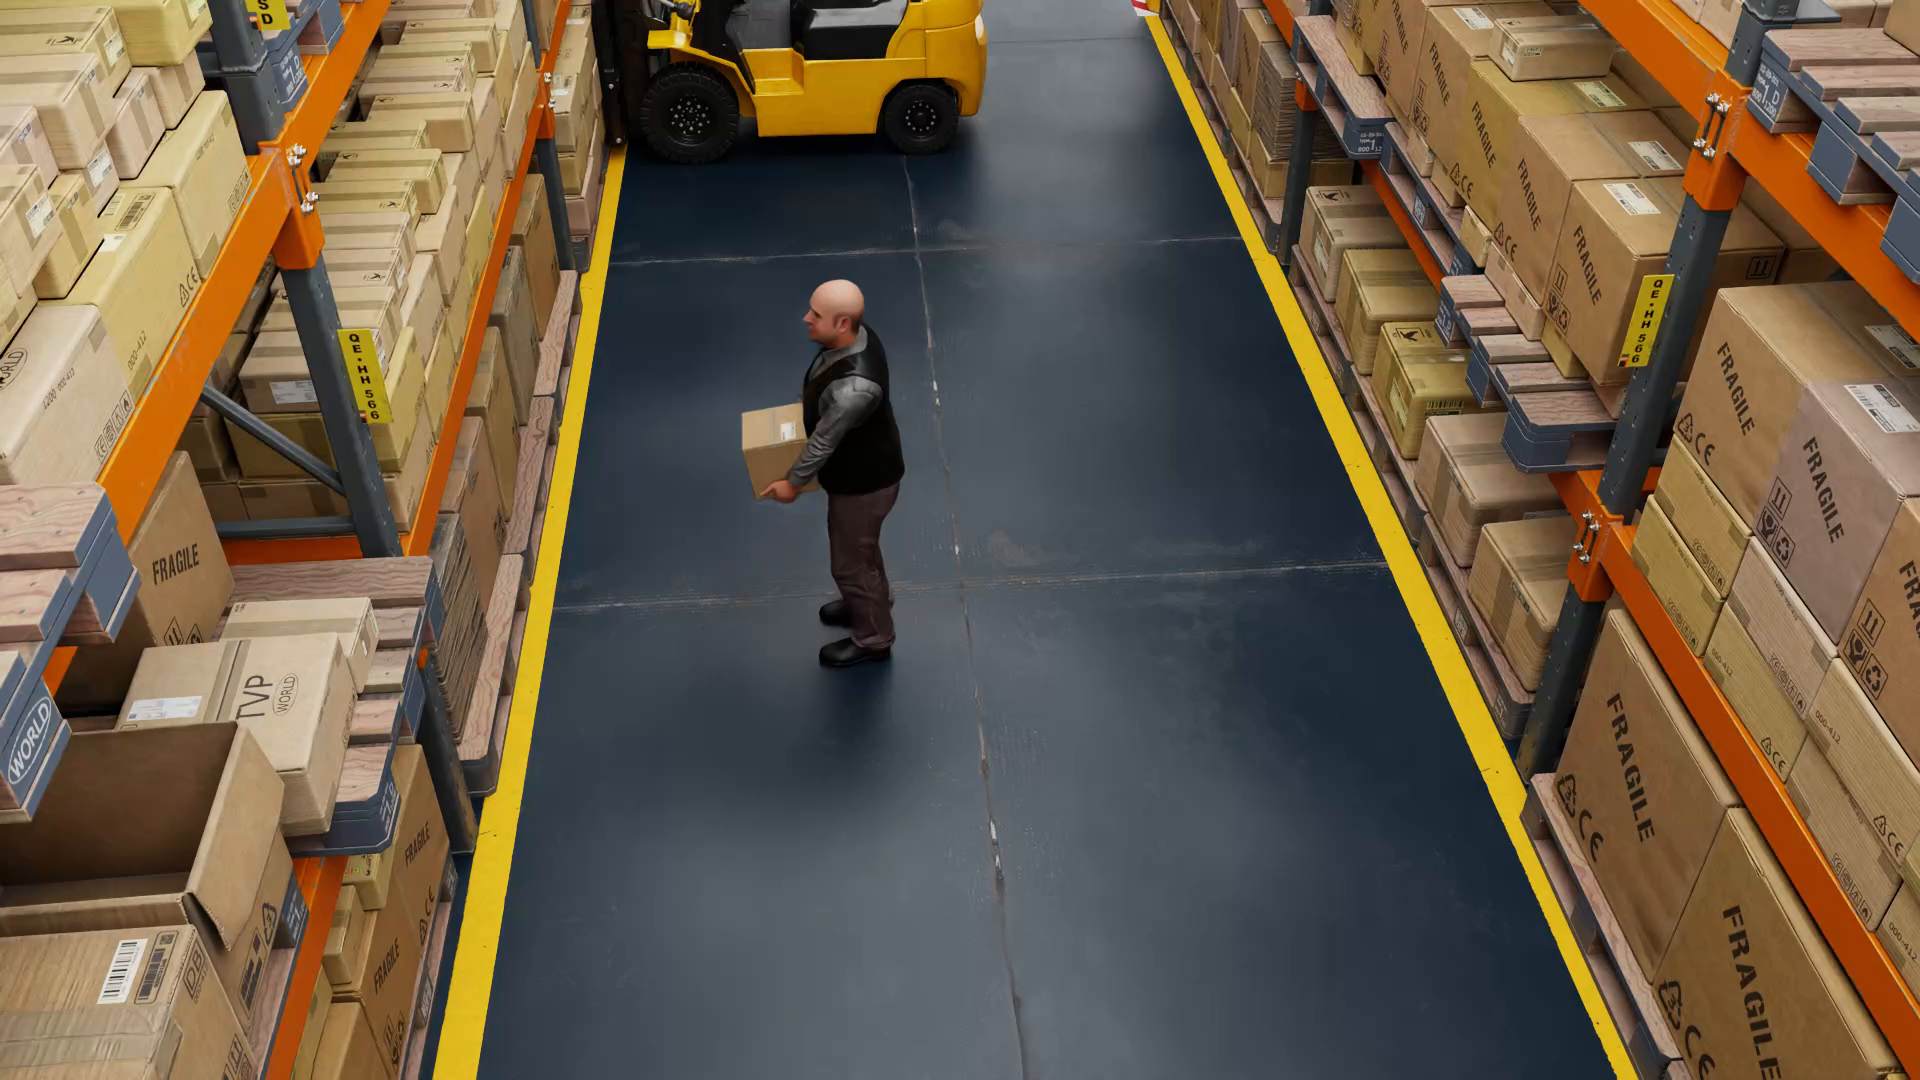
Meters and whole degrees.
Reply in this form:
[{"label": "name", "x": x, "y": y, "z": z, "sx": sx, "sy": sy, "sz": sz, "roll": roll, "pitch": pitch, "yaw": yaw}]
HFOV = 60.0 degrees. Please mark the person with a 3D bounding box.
[{"label": "person", "x": -0.497, "y": -0.248, "z": 6.487, "sx": 0.558, "sy": 1.720, "sz": 0.494, "roll": -4, "pitch": 39, "yaw": -5}]
